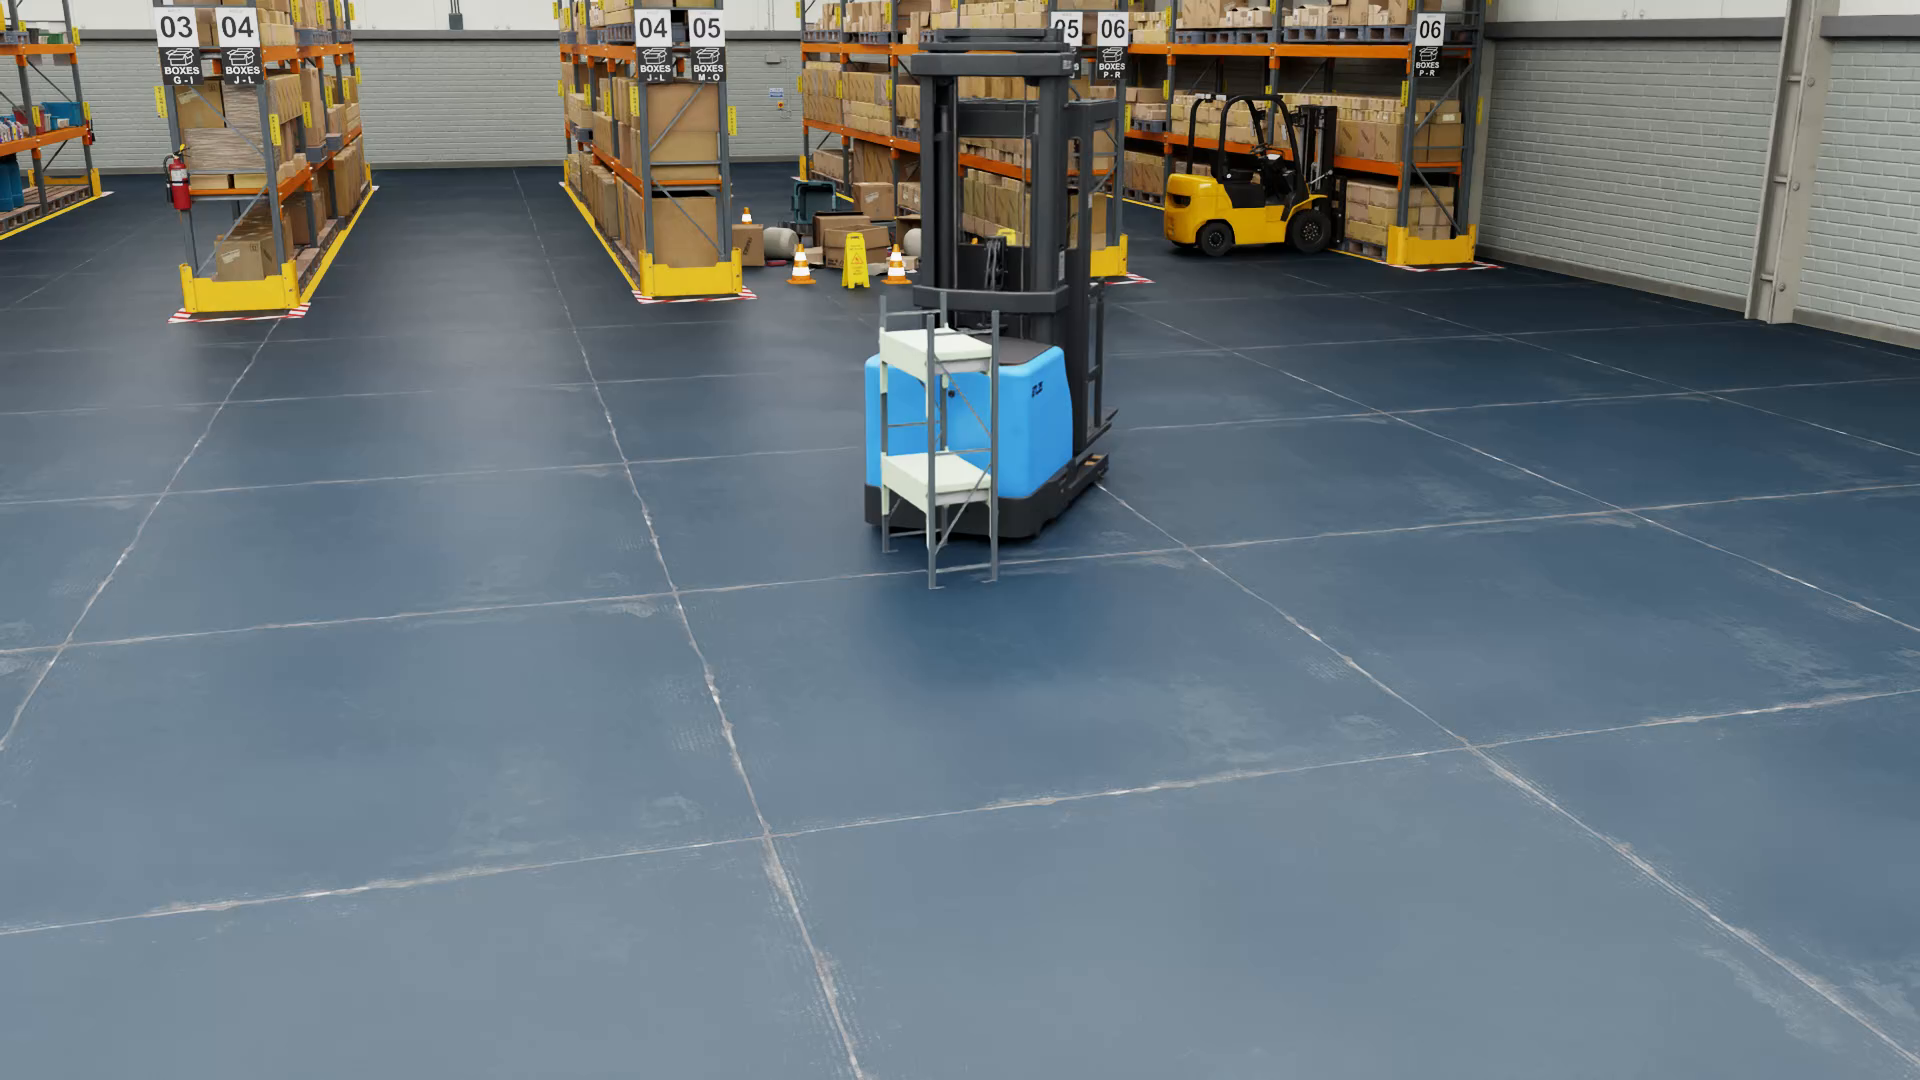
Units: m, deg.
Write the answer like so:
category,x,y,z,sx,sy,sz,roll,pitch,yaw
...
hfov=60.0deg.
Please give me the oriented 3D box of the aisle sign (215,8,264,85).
category,x,y,z,sx,sy,sz,roll,pitch,yaw
aisle sign,-7.672,-5.257,17.719,0.394,0.787,0.004,-5,17,-15

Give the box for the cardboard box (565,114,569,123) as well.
category,x,y,z,sx,sy,sz,roll,pitch,yaw
cardboard box,-7.672,-8.413,33.183,0.380,0.149,0.250,-5,17,-17

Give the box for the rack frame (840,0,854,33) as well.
category,x,y,z,sx,sy,sz,roll,pitch,yaw
rack frame,-1.747,-10.981,30.866,1.000,3.000,0.127,-5,17,-15

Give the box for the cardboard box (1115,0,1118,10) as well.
category,x,y,z,sx,sy,sz,roll,pitch,yaw
cardboard box,3.175,-10.328,32.203,0.396,0.266,0.258,-5,17,-16

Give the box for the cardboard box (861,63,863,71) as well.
category,x,y,z,sx,sy,sz,roll,pitch,yaw
cardboard box,-1.781,-9.190,32.293,0.380,0.149,0.250,-5,17,-16

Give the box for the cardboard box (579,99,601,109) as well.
category,x,y,z,sx,sy,sz,roll,pitch,yaw
cardboard box,-5.955,-7.047,26.871,0.380,0.149,0.250,-5,18,-17

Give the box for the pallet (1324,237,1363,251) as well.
category,x,y,z,sx,sy,sz,roll,pitch,yaw
pallet,5.740,-4.391,24.204,1.003,0.211,1.213,-5,17,-15

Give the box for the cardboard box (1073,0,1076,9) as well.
category,x,y,z,sx,sy,sz,roll,pitch,yaw
cardboard box,1.565,-6.669,20.778,0.380,0.149,0.250,-5,17,-15

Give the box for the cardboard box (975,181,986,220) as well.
category,x,y,z,sx,sy,sz,roll,pitch,yaw
cardboard box,0.513,-4.806,23.485,0.500,0.500,0.500,-4,17,-13

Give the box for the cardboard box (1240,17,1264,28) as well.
category,x,y,z,sx,sy,sz,roll,pitch,yaw
cardboard box,4.629,-8.134,26.135,0.380,0.149,0.250,-5,17,-15

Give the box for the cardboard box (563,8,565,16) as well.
category,x,y,z,sx,sy,sz,roll,pitch,yaw
cardboard box,-7.297,-9.973,31.422,0.380,0.149,0.250,-5,17,-16

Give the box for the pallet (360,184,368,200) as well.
category,x,y,z,sx,sy,sz,roll,pitch,yaw
pallet,-11.748,-6.543,31.368,1.003,0.211,1.213,-5,17,-15

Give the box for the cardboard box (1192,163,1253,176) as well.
category,x,y,z,sx,sy,sz,roll,pitch,yaw
cardboard box,4.469,-6.105,28.459,0.875,0.625,0.625,-4,17,-13

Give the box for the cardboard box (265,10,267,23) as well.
category,x,y,z,sx,sy,sz,roll,pitch,yaw
cardboard box,-8.003,-5.875,18.652,0.380,0.149,0.250,-4,17,-13

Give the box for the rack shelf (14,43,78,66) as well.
category,x,y,z,sx,sy,sz,roll,pitch,yaw
rack shelf,-16.587,-8.578,29.331,1.077,0.370,4.000,-5,17,-15

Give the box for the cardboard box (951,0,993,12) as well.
category,x,y,z,sx,sy,sz,roll,pitch,yaw
cardboard box,0.170,-7.850,24.320,0.500,0.250,0.500,-4,17,-14

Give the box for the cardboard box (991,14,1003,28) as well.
category,x,y,z,sx,sy,sz,roll,pitch,yaw
cardboard box,0.726,-6.838,22.031,0.500,0.250,0.500,-5,17,-15

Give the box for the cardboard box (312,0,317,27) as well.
category,x,y,z,sx,sy,sz,roll,pitch,yaw
cardboard box,-9.804,-7.829,24.546,0.500,0.500,0.500,-4,17,-14

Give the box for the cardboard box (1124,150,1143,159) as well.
category,x,y,z,sx,sy,sz,roll,pitch,yaw
cardboard box,3.287,-7.339,31.659,0.380,0.149,0.250,-4,17,-13

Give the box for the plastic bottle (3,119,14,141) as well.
category,x,y,z,sx,sy,sz,roll,pitch,yaw
plastic bottle,-15.419,-6.629,26.894,0.144,0.351,0.185,-5,17,-15

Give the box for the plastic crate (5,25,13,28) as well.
category,x,y,z,sx,sy,sz,roll,pitch,yaw
plastic crate,-16.981,-9.002,29.599,0.504,0.338,0.767,-5,17,-15

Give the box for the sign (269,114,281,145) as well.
category,x,y,z,sx,sy,sz,roll,pitch,yaw
sign,-7.456,-4.462,18.089,0.100,0.325,0.005,-5,17,-15

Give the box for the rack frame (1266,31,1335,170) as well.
category,x,y,z,sx,sy,sz,roll,pitch,yaw
rack frame,5.223,-6.288,25.672,1.000,3.000,0.127,-5,17,-15

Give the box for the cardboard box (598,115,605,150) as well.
category,x,y,z,sx,sy,sz,roll,pitch,yaw
cardboard box,-5.100,-6.066,24.760,0.500,0.500,0.500,-5,17,-16

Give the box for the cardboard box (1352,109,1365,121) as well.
category,x,y,z,sx,sy,sz,roll,pitch,yaw
cardboard box,5.671,-5.899,23.074,0.380,0.149,0.250,-5,18,-17

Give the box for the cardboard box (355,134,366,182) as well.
category,x,y,z,sx,sy,sz,roll,pitch,yaw
cardboard box,-12.122,-7.443,32.481,0.875,0.875,0.875,-5,17,-15

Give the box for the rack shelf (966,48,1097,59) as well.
category,x,y,z,sx,sy,sz,roll,pitch,yaw
rack shelf,1.001,-6.434,22.193,1.077,0.370,4.000,-5,17,-15

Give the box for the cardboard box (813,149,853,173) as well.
category,x,y,z,sx,sy,sz,roll,pitch,yaw
cardboard box,-2.569,-8.013,35.139,0.875,0.438,0.875,-5,18,-17

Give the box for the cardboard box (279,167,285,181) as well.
category,x,y,z,sx,sy,sz,roll,pitch,yaw
cardboard box,-8.082,-4.260,19.358,0.380,0.149,0.250,-5,17,-15

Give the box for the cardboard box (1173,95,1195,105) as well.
category,x,y,z,sx,sy,sz,roll,pitch,yaw
cardboard box,3.928,-7.642,28.877,0.380,0.149,0.250,-4,17,-14

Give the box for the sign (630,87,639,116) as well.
category,x,y,z,sx,sy,sz,roll,pitch,yaw
sign,-3.706,-4.998,18.952,0.100,0.325,0.005,-5,17,-15

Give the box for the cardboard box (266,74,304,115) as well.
category,x,y,z,sx,sy,sz,roll,pitch,yaw
cardboard box,-8.688,-5.678,21.211,0.500,0.500,0.500,-5,17,-15

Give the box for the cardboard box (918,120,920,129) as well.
category,x,y,z,sx,sy,sz,roll,pitch,yaw
cardboard box,-0.464,-6.679,26.680,0.380,0.149,0.250,-4,17,-12

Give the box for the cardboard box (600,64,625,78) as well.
category,x,y,z,sx,sy,sz,roll,pitch,yaw
cardboard box,-6.368,-8.502,30.612,0.500,0.500,0.500,-4,17,-14

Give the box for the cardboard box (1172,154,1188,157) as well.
category,x,y,z,sx,sy,sz,roll,pitch,yaw
cardboard box,4.088,-7.016,30.583,0.380,0.149,0.250,-4,17,-15

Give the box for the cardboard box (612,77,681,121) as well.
category,x,y,z,sx,sy,sz,roll,pitch,yaw
cardboard box,-4.212,-5.960,22.441,0.875,0.550,0.550,-5,17,-15

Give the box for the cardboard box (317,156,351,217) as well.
category,x,y,z,sx,sy,sz,roll,pitch,yaw
cardboard box,-10.346,-5.594,26.324,1.225,0.875,0.875,-6,18,-18

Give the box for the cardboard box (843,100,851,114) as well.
category,x,y,z,sx,sy,sz,roll,pitch,yaw
cardboard box,-1.897,-8.131,31.199,0.500,0.250,0.500,-5,17,-17

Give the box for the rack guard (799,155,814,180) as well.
category,x,y,z,sx,sy,sz,roll,pitch,yaw
rack guard,-2.853,-8.024,35.794,1.175,0.500,0.348,-5,17,-15

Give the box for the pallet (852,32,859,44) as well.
category,x,y,z,sx,sy,sz,roll,pitch,yaw
pallet,-1.447,-9.203,30.494,0.805,0.209,1.217,-5,18,-17

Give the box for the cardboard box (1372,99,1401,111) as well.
category,x,y,z,sx,sy,sz,roll,pitch,yaw
cardboard box,5.826,-5.901,22.565,0.380,0.149,0.250,-4,17,-14

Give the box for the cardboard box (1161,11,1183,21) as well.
category,x,y,z,sx,sy,sz,roll,pitch,yaw
cardboard box,3.745,-9.165,29.084,0.380,0.149,0.250,-4,17,-13

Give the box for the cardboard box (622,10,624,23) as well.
category,x,y,z,sx,sy,sz,roll,pitch,yaw
cardboard box,-3.807,-6.210,19.731,0.380,0.149,0.250,-5,17,-15

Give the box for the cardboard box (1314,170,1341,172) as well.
category,x,y,z,sx,sy,sz,roll,pitch,yaw
cardboard box,5.544,-5.531,25.461,0.500,0.250,0.500,-4,17,-14

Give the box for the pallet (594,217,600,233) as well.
category,x,y,z,sx,sy,sz,roll,pitch,yaw
pallet,-5.235,-5.022,26.305,1.003,0.211,1.213,-5,17,-15

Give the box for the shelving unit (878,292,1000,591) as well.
category,x,y,z,sx,sy,sz,roll,pitch,yaw
shelving unit,-0.123,-0.564,9.223,0.431,1.500,0.755,-7,18,-22

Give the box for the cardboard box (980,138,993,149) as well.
category,x,y,z,sx,sy,sz,roll,pitch,yaw
cardboard box,0.590,-5.664,22.905,0.500,0.500,0.500,-5,17,-16

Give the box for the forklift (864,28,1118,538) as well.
category,x,y,z,sx,sy,sz,roll,pitch,yaw
forklift,0.377,-1.799,10.845,1.130,2.935,3.031,6,18,18

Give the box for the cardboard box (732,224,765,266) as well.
category,x,y,z,sx,sy,sz,roll,pitch,yaw
cardboard box,-2.867,-3.931,22.166,0.500,0.500,0.500,-2,17,-6
